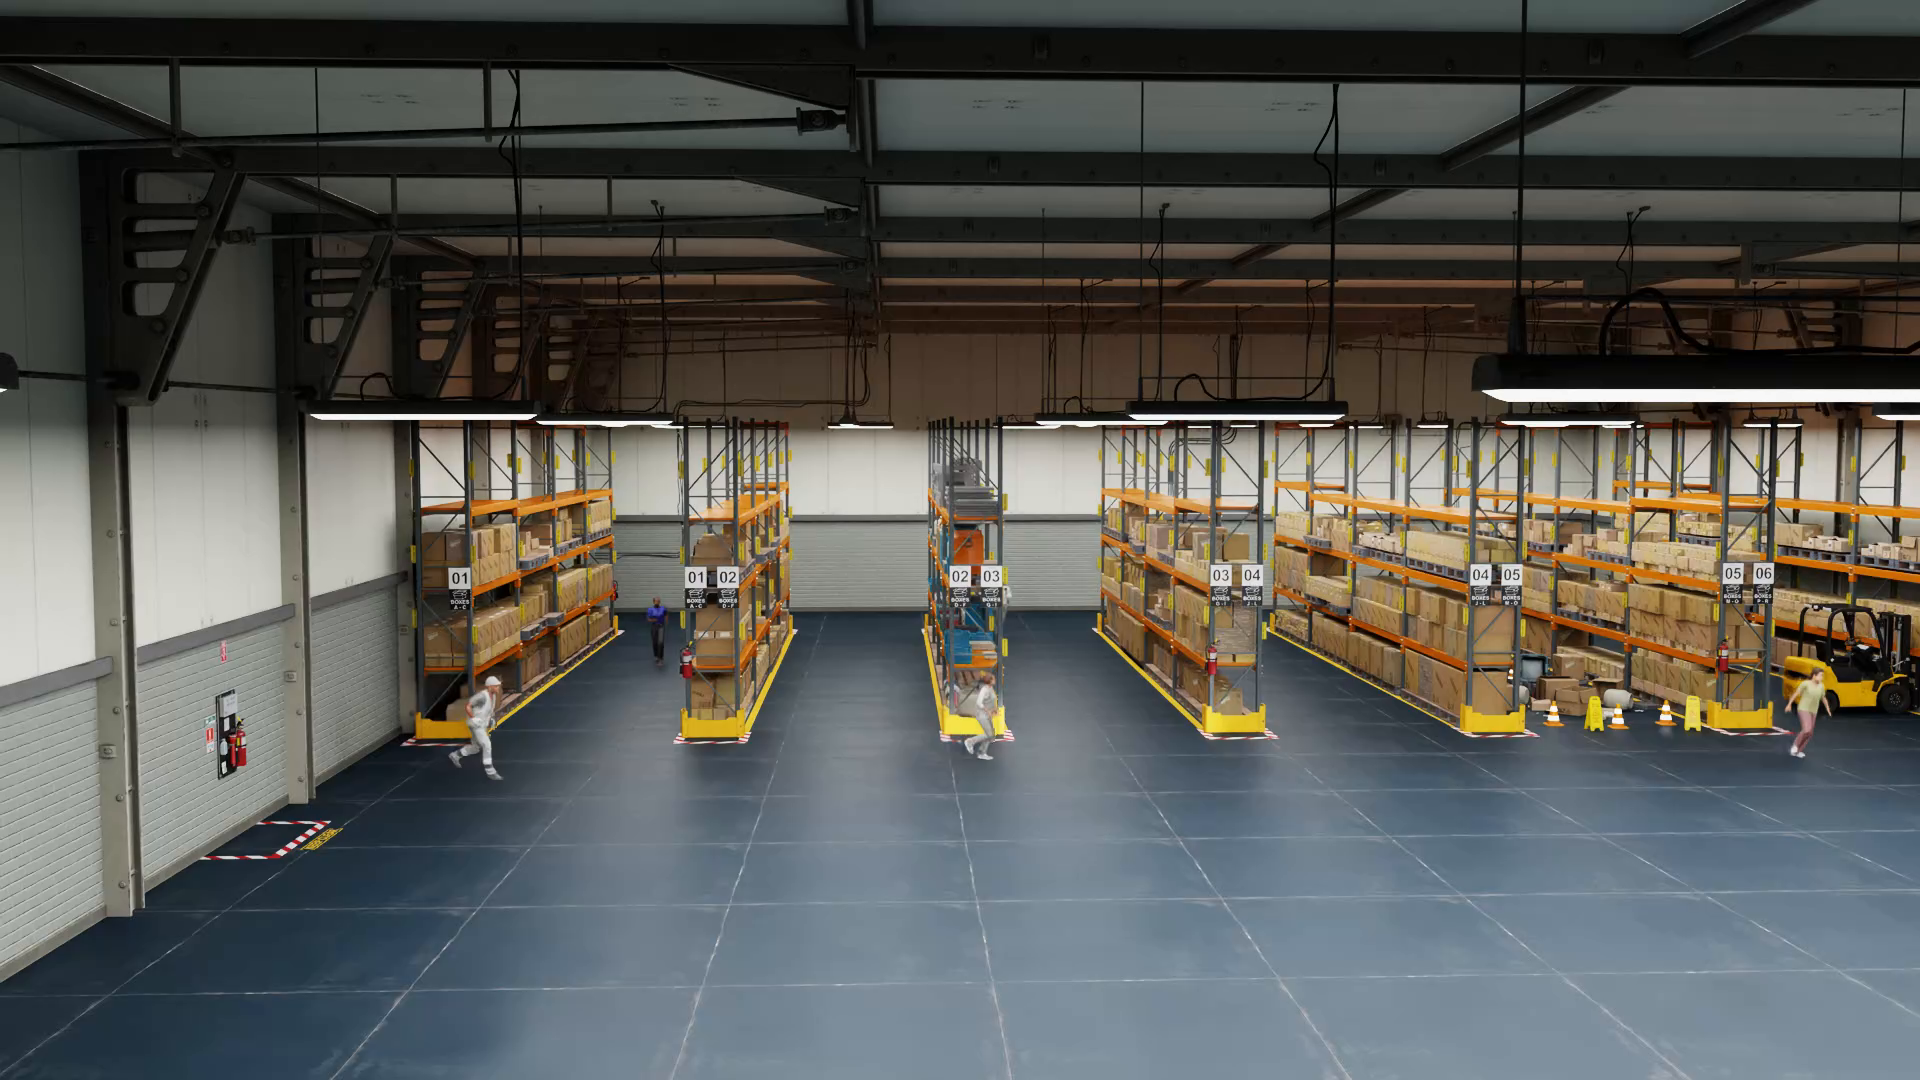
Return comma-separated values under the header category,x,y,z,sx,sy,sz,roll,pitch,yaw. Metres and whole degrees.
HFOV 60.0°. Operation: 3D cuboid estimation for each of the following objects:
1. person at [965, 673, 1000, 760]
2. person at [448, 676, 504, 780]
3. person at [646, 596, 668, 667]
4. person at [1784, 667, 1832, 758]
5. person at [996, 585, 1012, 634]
category,x,y,z,sx,sy,sz,roll,pitch,yaw
person,0.373,3.073,29.009,0.581,1.535,0.540,1,4,18
person,-8.008,3.097,27.399,1.019,1.730,0.677,1,4,19
person,-7.422,2.242,40.798,0.519,1.701,0.847,0,4,-6
person,14.845,3.009,29.074,0.564,1.625,0.605,-1,4,-15
person,1.160,1.831,46.772,0.574,1.718,0.695,-1,4,-13
